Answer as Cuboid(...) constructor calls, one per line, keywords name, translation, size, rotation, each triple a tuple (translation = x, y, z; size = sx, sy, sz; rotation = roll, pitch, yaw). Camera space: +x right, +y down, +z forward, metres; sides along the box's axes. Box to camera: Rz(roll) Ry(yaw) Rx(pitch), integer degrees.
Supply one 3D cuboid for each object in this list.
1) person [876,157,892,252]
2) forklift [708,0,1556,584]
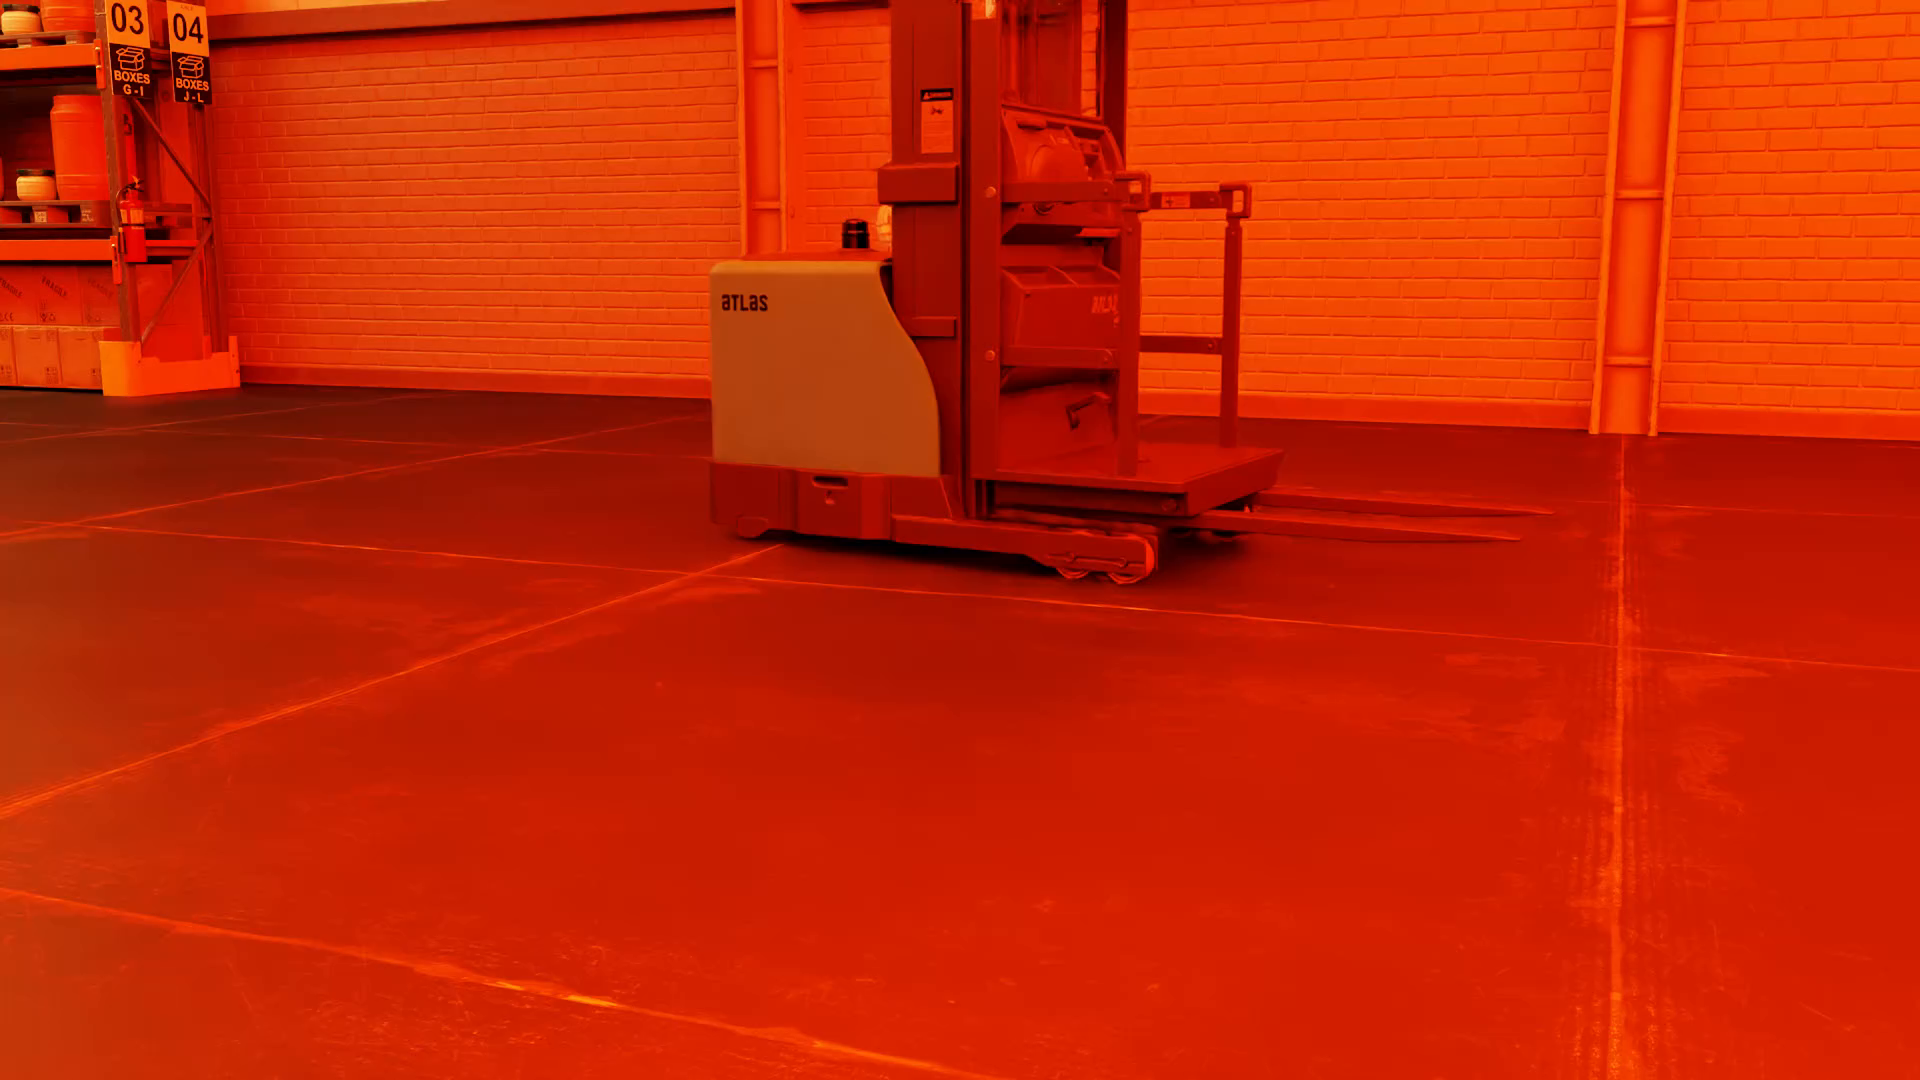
Cuboid(name="person", translation=(-0.301, -1.350, 9.410), size=(0.338, 1.691, 0.447), rotation=(-3, 10, -15))
Cuboid(name="forklift", translation=(0.566, -1.397, 5.955), size=(3.031, 2.935, 1.130), rotation=(5, 11, 28))
